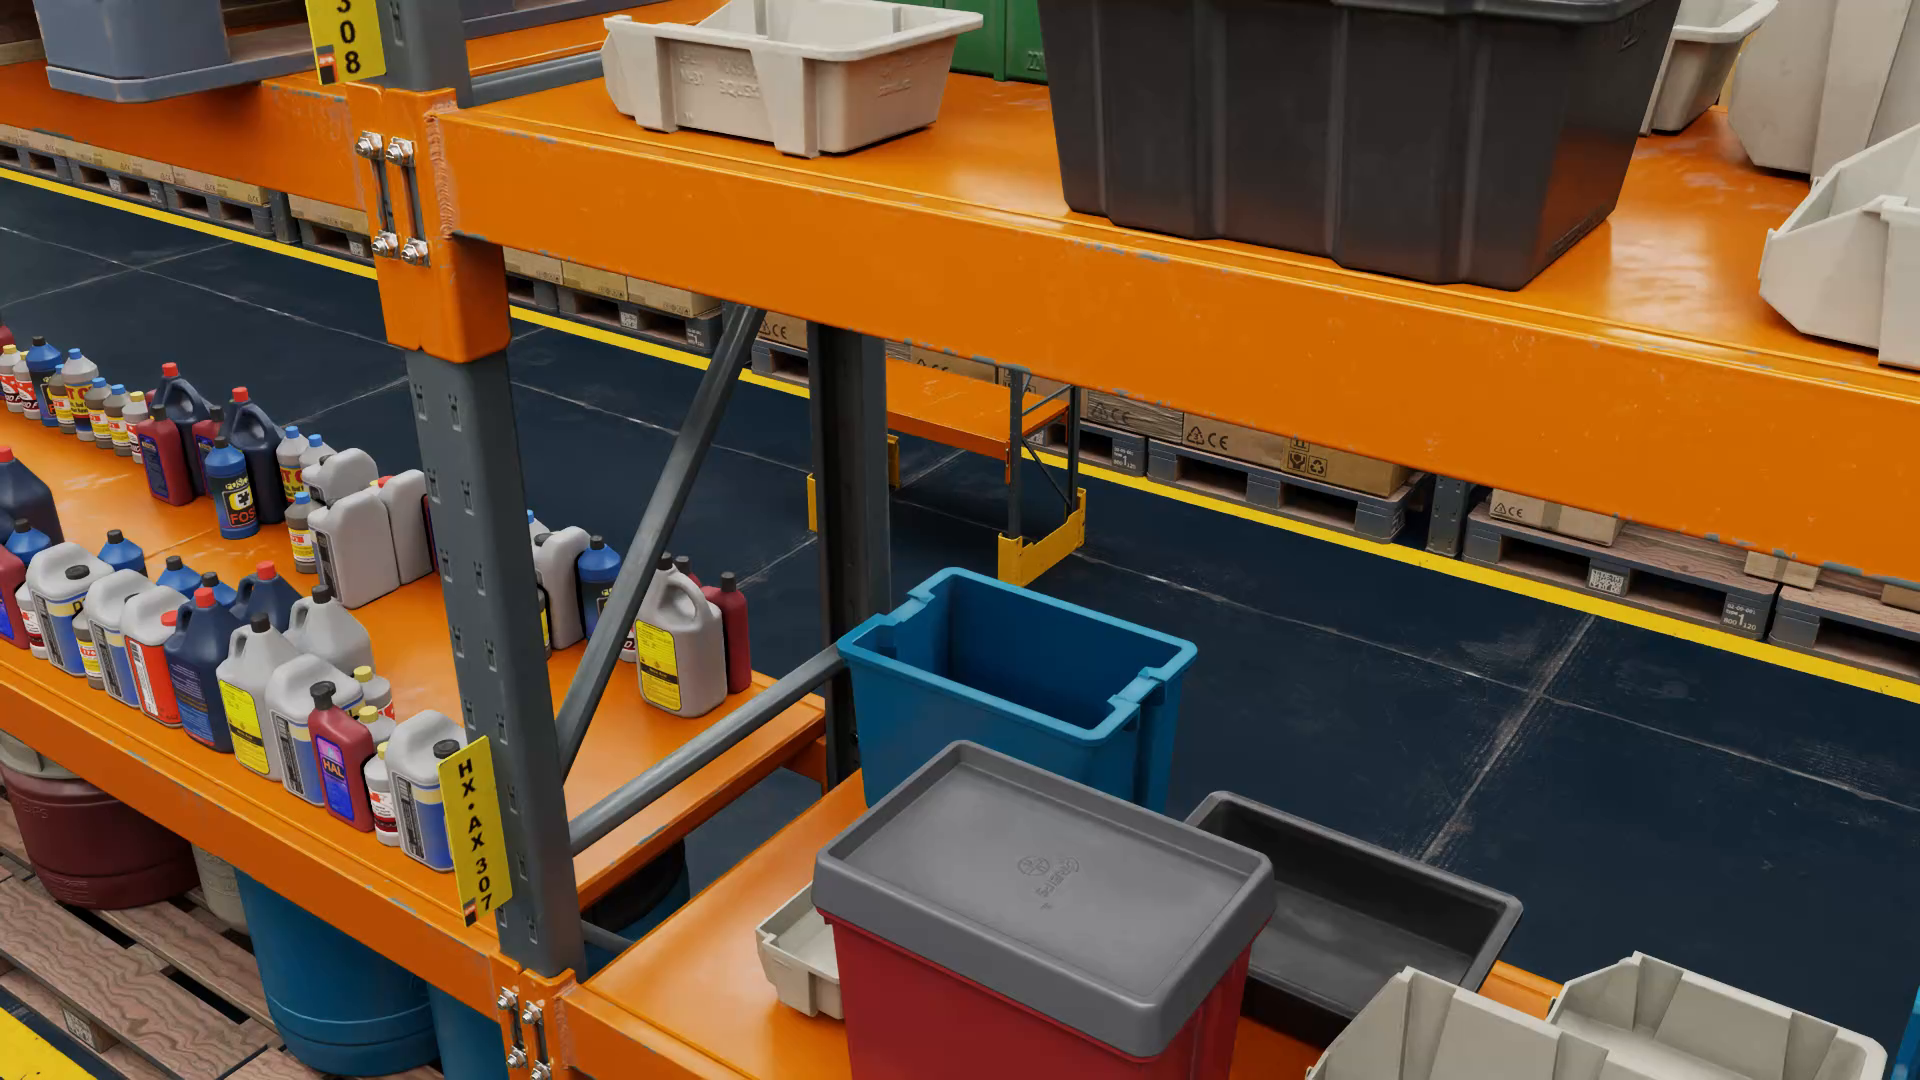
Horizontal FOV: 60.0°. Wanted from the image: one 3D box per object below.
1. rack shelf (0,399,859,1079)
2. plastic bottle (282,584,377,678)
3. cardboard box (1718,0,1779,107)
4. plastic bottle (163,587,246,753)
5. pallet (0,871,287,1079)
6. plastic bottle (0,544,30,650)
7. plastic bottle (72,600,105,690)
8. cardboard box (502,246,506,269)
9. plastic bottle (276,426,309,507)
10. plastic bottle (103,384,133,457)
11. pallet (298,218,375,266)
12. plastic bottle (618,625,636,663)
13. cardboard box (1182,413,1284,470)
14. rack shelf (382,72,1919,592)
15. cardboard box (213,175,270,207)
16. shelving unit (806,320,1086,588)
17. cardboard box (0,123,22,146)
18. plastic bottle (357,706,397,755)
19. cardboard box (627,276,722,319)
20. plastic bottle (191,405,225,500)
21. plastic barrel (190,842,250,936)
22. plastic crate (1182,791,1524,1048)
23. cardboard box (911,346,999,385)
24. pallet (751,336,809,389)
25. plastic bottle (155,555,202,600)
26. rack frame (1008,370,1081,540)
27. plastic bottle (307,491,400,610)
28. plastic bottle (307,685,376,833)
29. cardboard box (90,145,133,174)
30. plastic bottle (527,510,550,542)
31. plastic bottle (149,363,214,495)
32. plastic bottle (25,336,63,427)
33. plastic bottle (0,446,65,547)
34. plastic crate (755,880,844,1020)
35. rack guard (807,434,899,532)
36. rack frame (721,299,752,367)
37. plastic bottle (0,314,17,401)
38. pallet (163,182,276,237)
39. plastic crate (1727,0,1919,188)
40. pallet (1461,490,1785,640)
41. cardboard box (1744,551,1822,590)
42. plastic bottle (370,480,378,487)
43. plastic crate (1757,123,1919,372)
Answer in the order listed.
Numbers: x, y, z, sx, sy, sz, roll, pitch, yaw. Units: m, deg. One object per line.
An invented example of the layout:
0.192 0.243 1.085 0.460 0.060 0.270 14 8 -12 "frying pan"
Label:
-2.122 0.201 4.340 4.000 0.370 1.077 17 32 30 "rack shelf"
-1.334 0.249 3.508 0.185 0.351 0.144 17 32 30 "plastic bottle"
2.989 -1.588 5.851 0.500 0.500 0.500 16 31 29 "cardboard box"
-1.568 0.255 3.496 0.185 0.351 0.144 17 32 30 "plastic bottle"
-2.095 1.110 4.835 1.213 0.211 1.003 17 32 30 "pallet"
-2.216 0.106 3.863 0.133 0.283 0.061 17 32 30 "plastic bottle"
-1.920 0.225 3.720 0.097 0.201 0.097 0 27 0 "plastic bottle"
-2.800 -1.882 10.209 0.500 0.250 0.500 18 32 31 "cardboard box"
-1.754 -0.172 4.423 0.097 0.271 0.097 0 27 0 "plastic bottle"
-2.439 -0.354 4.858 0.097 0.201 0.097 0 27 0 "plastic bottle"
-3.631 -2.094 11.131 1.213 0.211 1.003 17 32 30 "pallet"
-0.749 0.172 3.824 0.097 0.201 0.097 0 27 0 "plastic bottle"
1.363 -0.688 7.566 0.500 0.500 0.500 17 32 30 "cardboard box"
1.175 -0.108 1.642 4.000 0.370 1.077 17 32 30 "rack shelf"
-4.766 -2.510 11.443 0.500 0.250 0.500 17 32 30 "cardboard box"
-0.063 -0.688 6.948 1.083 1.500 0.587 17 32 30 "shelving unit"
-7.241 -3.279 12.954 0.500 0.250 0.500 17 32 30 "cardboard box"
-1.168 0.426 3.325 0.097 0.201 0.097 0 27 0 "plastic bottle"
-1.535 -1.489 9.438 0.500 0.250 0.500 18 32 31 "cardboard box"
-2.025 -0.238 4.540 0.133 0.283 0.061 17 32 30 "plastic bottle"
-1.910 0.810 4.632 0.421 0.512 0.421 0 27 0 "plastic barrel"
0.602 0.677 2.849 0.590 0.125 0.437 17 32 30 "plastic crate"
0.096 -1.079 8.334 0.500 0.500 0.500 17 31 30 "cardboard box"
-0.369 -1.035 9.051 1.213 0.211 1.003 17 32 30 "pallet"
-1.753 0.162 3.766 0.097 0.271 0.097 0 27 0 "plastic bottle"
0.349 -0.560 6.696 0.032 1.500 0.500 17 32 30 "rack frame"
-1.488 0.007 4.065 0.135 0.276 0.152 17 32 30 "plastic bottle"
-1.198 0.424 3.239 0.133 0.283 0.061 17 32 30 "plastic bottle"
-6.005 -2.893 12.196 0.500 0.250 0.500 17 32 30 "cardboard box"
-1.021 0.056 3.974 0.097 0.271 0.097 0 27 0 "plastic bottle"
-2.146 -0.317 4.619 0.185 0.351 0.144 17 32 30 "plastic bottle"
-2.760 -0.485 5.038 0.097 0.271 0.097 0 27 0 "plastic bottle"
-2.349 -0.072 4.138 0.185 0.351 0.144 17 32 30 "plastic bottle"
-0.170 0.658 2.874 0.243 0.136 0.396 17 32 30 "plastic crate"
-0.473 -0.259 7.483 0.087 0.250 0.587 17 32 30 "rack guard"
-0.963 -2.484 8.823 0.127 3.000 1.000 17 32 30 "rack frame"
-3.005 -0.577 5.206 0.133 0.283 0.061 17 32 30 "plastic bottle"
-4.892 -2.488 11.906 1.213 0.211 1.003 17 32 30 "pallet"
1.172 -0.547 1.841 0.530 0.282 0.437 17 32 30 "plastic crate"
2.900 -0.037 7.090 1.213 0.211 1.003 17 32 30 "pallet"
3.277 0.017 6.548 0.250 0.166 0.380 17 32 30 "cardboard box"
-1.482 -0.056 4.272 0.097 0.201 0.097 0 27 0 "plastic bottle"
0.980 -0.236 1.389 0.530 0.136 0.437 17 32 30 "plastic crate"
